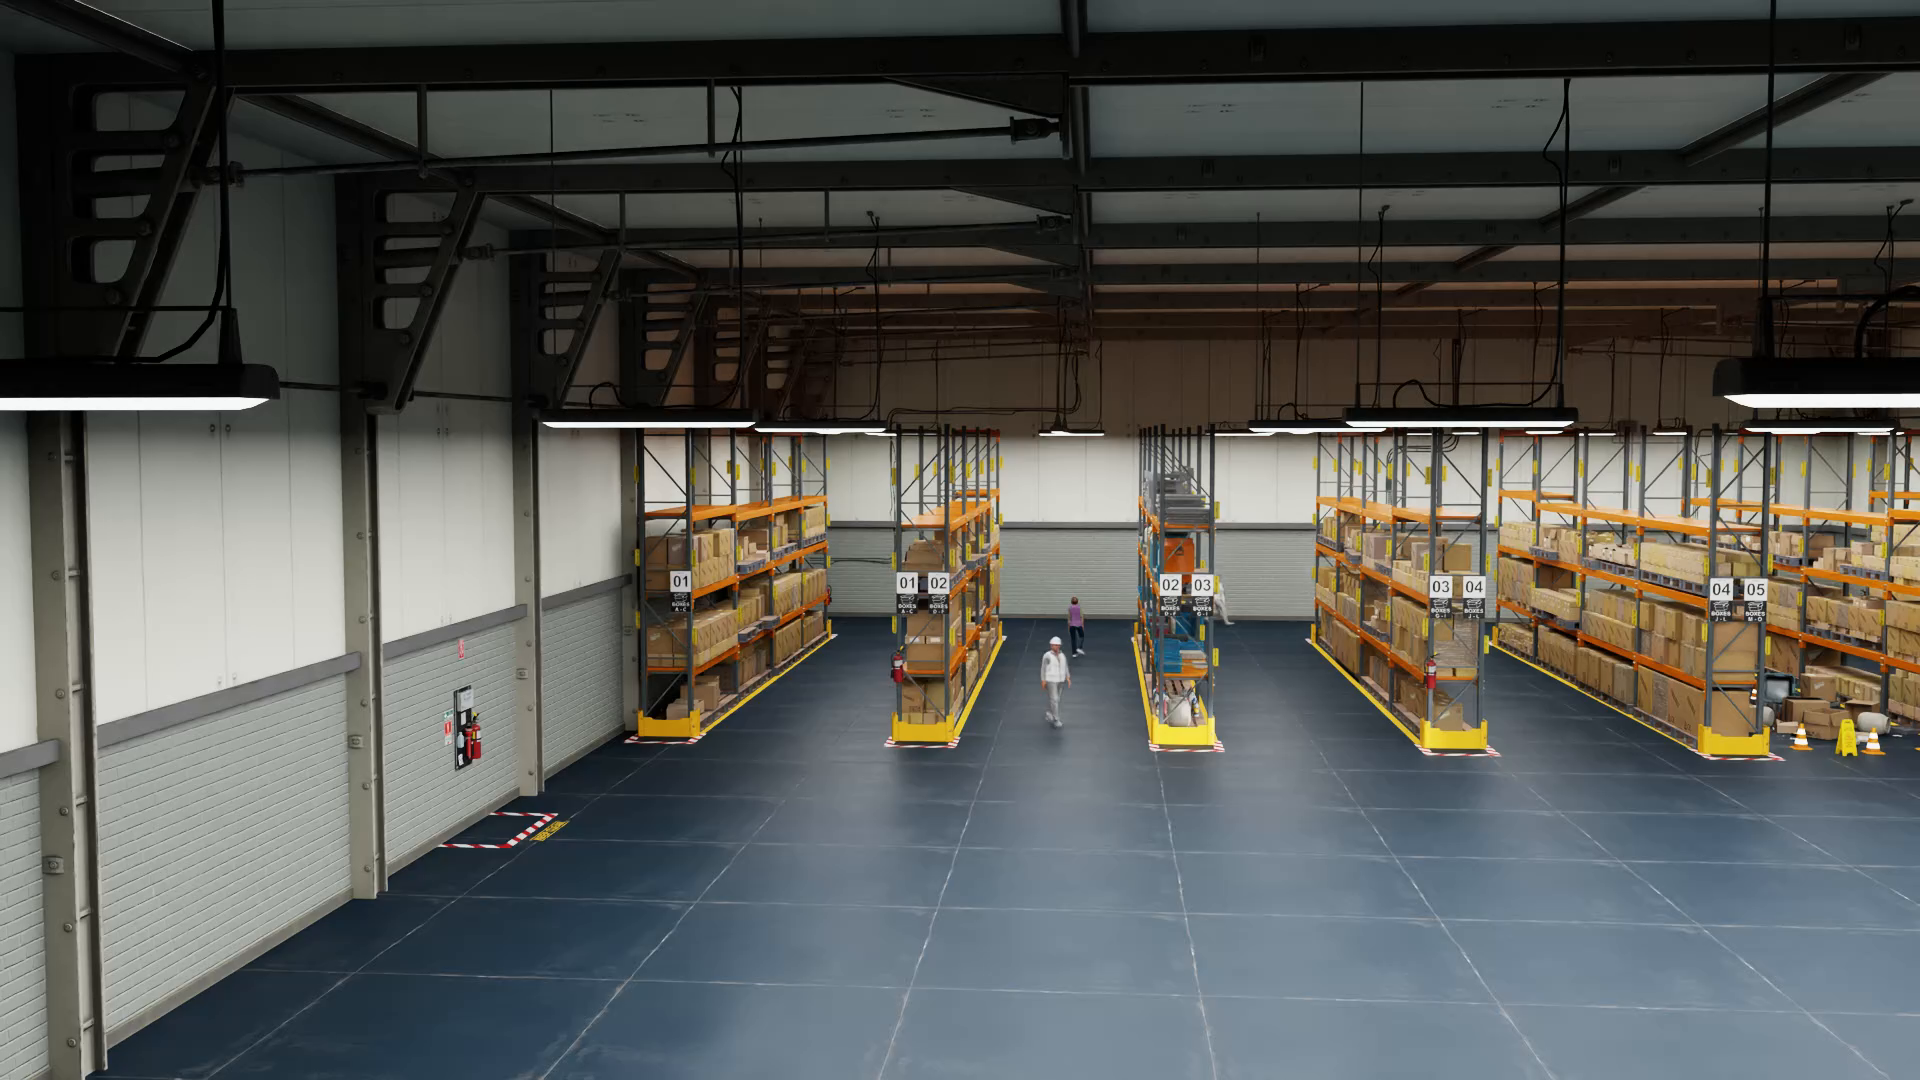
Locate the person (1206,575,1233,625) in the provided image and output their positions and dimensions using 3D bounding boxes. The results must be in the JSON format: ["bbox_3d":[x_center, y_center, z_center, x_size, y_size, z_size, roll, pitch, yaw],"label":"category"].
[{"bbox_3d":[7.960,1.834,51.143,1.044,1.550,0.450,3,5,40],"label":"person"}]

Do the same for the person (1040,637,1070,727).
[{"bbox_3d":[1.933,2.810,33.214,0.569,1.737,0.872,-3,4,-37],"label":"person"}]

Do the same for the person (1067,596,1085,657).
[{"bbox_3d":[3.046,2.293,43.549,0.475,1.557,0.458,0,3,6],"label":"person"}]
